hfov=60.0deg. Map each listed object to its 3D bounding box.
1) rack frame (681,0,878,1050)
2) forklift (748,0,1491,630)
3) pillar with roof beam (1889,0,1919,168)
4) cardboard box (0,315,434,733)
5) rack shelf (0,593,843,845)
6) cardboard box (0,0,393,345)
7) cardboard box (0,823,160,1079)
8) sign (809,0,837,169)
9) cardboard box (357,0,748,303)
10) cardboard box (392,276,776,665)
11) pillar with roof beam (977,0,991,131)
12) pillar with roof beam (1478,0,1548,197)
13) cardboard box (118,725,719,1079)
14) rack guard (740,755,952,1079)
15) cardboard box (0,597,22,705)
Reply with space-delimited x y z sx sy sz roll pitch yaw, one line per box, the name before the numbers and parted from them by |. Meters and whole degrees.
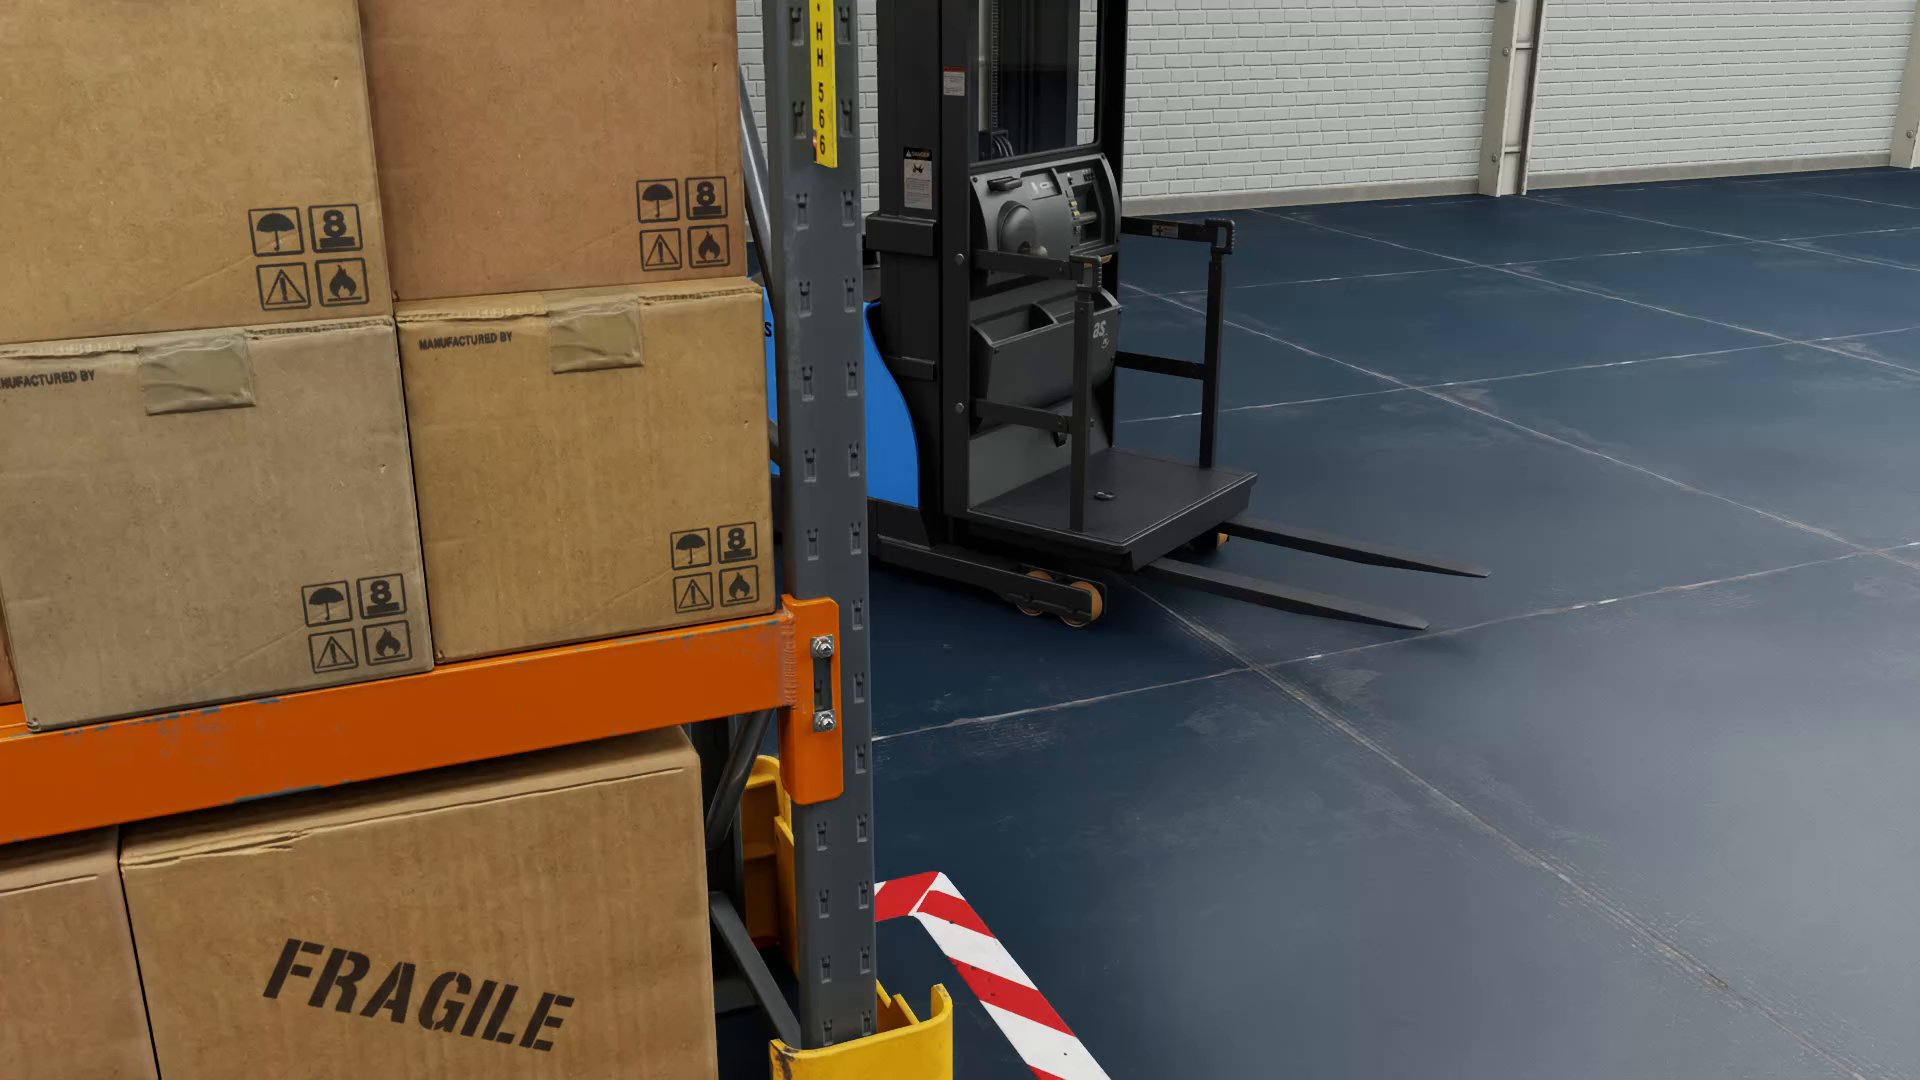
rack frame | -0.405 -0.225 3.143 0.127 3.000 1.000 -8 21 -22
forklift | 0.504 -1.261 6.191 3.031 2.935 1.130 13 23 34
pillar with roof beam | 12.809 -7.302 14.211 0.400 9.000 9.100 -8 21 -22
cardboard box | -1.224 -0.154 2.716 0.550 0.550 0.875 -8 21 -22
rack shelf | -2.241 0.378 2.515 4.000 0.370 1.077 -8 21 -22
cardboard box | -1.230 -0.667 2.548 0.550 0.550 0.875 -8 21 -22
cardboard box | -1.809 0.805 2.785 0.875 0.875 0.875 -9 21 -23
sign | -0.203 -0.715 2.436 0.005 0.325 0.100 -8 21 -22
cardboard box | -0.761 -0.768 2.834 0.550 0.550 0.875 -8 21 -22
cardboard box | -0.728 -0.233 2.940 0.550 0.550 0.875 -8 21 -22
pillar with roof beam | 1.790 -5.723 9.728 0.400 9.000 9.100 -8 21 -22
pillar with roof beam | 7.299 -6.513 11.969 0.400 9.000 9.100 -8 21 -22
cardboard box | -1.001 0.689 3.116 0.875 0.875 0.875 -8 21 -22
rack guard | -0.383 0.951 3.567 0.348 0.500 1.175 -8 21 -22
cardboard box | -1.788 -0.118 2.616 0.550 0.550 0.875 -8 21 -22
